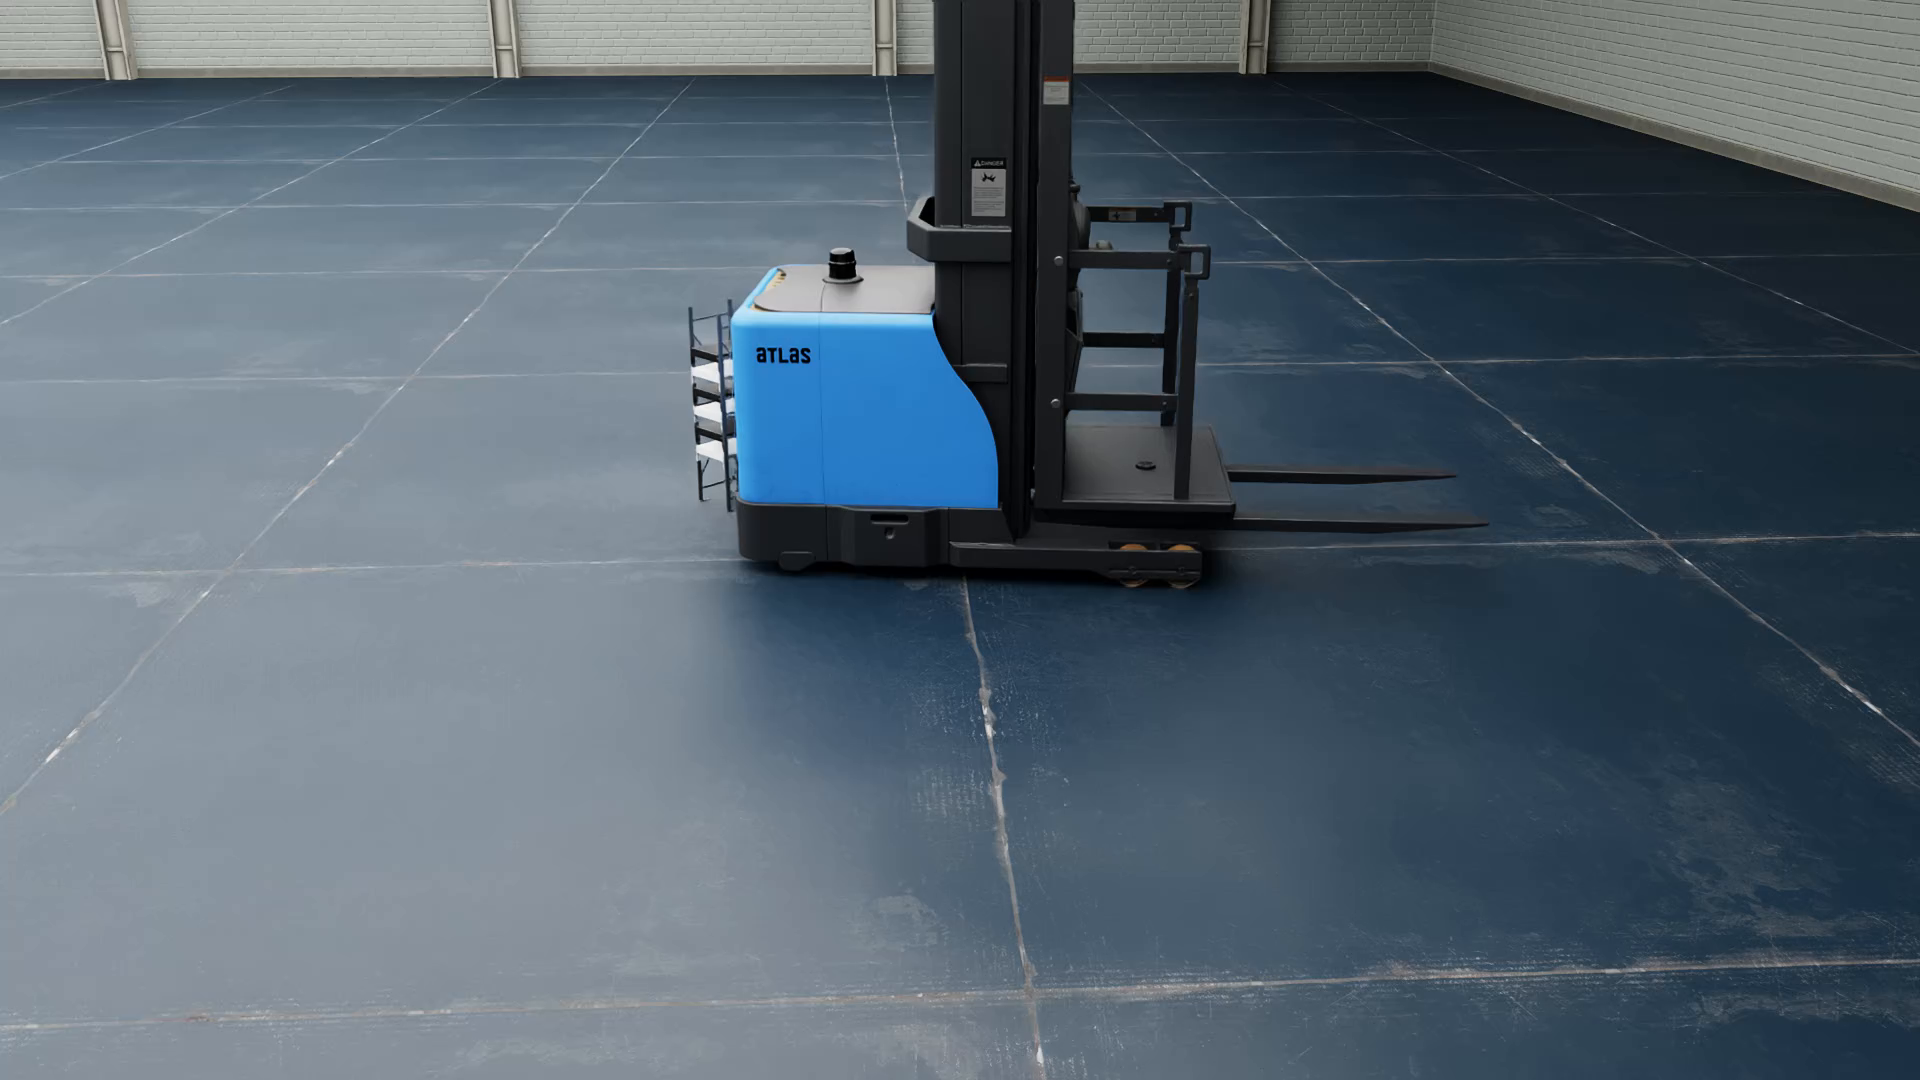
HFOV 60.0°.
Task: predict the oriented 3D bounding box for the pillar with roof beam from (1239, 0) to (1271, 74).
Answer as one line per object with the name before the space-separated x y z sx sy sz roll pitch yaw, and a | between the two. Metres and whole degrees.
pillar with roof beam | 5.021 -10.307 21.547 0.400 9.000 9.100 -1 21 -3

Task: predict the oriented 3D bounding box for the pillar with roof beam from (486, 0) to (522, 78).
pillar with roof beam | -6.959 -10.064 20.907 0.400 9.000 9.100 -1 21 -3

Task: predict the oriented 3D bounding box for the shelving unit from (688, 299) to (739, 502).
shelving unit | -1.031 -0.599 7.429 0.208 0.900 0.258 19 28 41

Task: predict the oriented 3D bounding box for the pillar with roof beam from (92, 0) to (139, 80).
pillar with roof beam | -12.949 -9.942 20.587 0.400 9.000 9.100 -1 21 -3

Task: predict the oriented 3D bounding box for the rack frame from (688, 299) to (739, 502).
rack frame | -1.103 -0.624 7.495 0.006 0.900 0.240 19 28 41

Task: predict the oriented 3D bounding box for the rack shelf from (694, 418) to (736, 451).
rack shelf | -1.031 -0.483 7.472 0.200 0.077 0.258 19 28 41

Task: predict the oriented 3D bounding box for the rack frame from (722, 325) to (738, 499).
rack frame | -0.957 -0.573 7.363 0.003 0.785 0.228 19 28 41

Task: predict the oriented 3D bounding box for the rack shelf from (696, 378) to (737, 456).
rack shelf | -1.031 -0.551 7.446 0.190 0.281 0.221 19 28 41

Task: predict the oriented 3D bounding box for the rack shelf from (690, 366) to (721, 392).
rack shelf | -1.031 -0.736 7.376 0.200 0.077 0.258 19 28 41

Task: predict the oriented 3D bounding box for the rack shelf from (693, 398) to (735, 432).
rack shelf | -1.031 -0.567 7.440 0.200 0.077 0.258 19 28 41
